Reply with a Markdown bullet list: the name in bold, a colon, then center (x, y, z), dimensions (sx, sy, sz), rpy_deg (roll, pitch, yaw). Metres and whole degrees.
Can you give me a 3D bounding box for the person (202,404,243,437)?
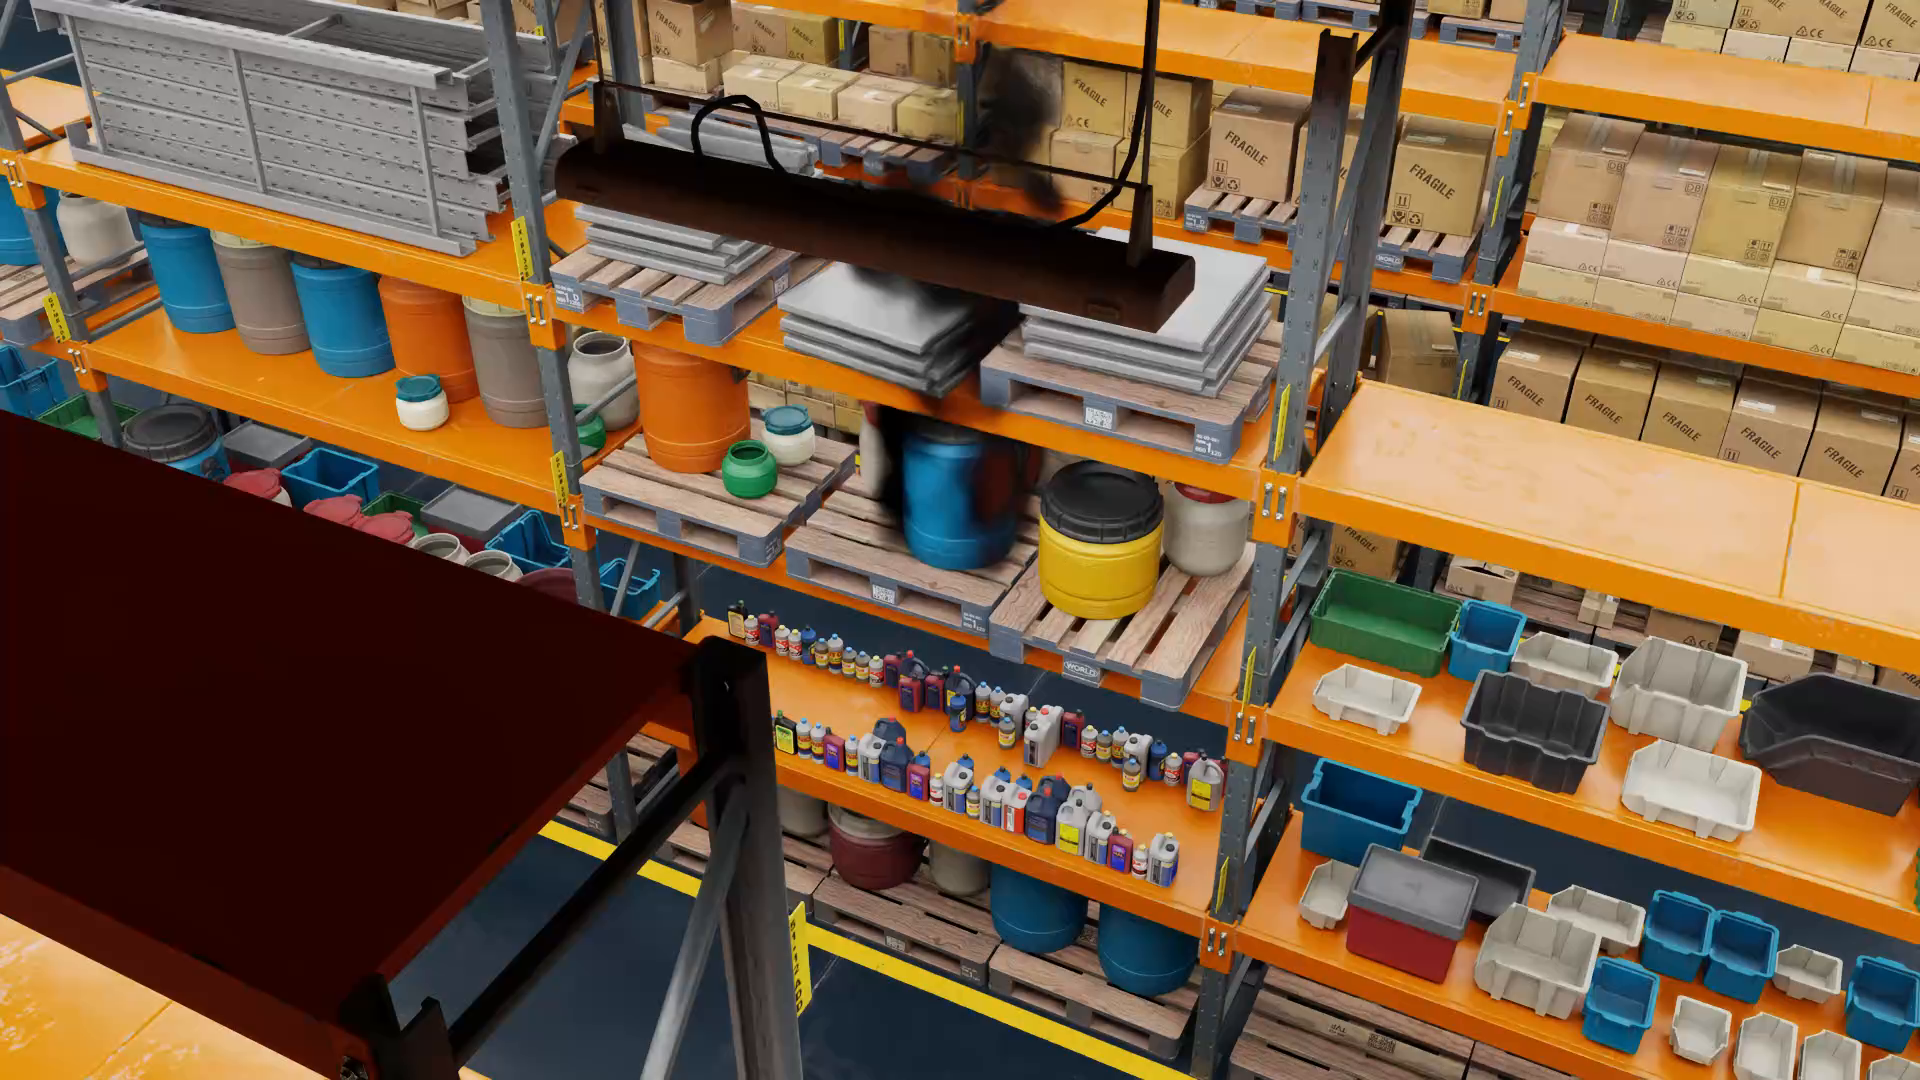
- **person**: center (-6.150, -1.186, 14.235), dimensions (0.552, 1.558, 0.540), rpy_deg (9, 36, 12)
